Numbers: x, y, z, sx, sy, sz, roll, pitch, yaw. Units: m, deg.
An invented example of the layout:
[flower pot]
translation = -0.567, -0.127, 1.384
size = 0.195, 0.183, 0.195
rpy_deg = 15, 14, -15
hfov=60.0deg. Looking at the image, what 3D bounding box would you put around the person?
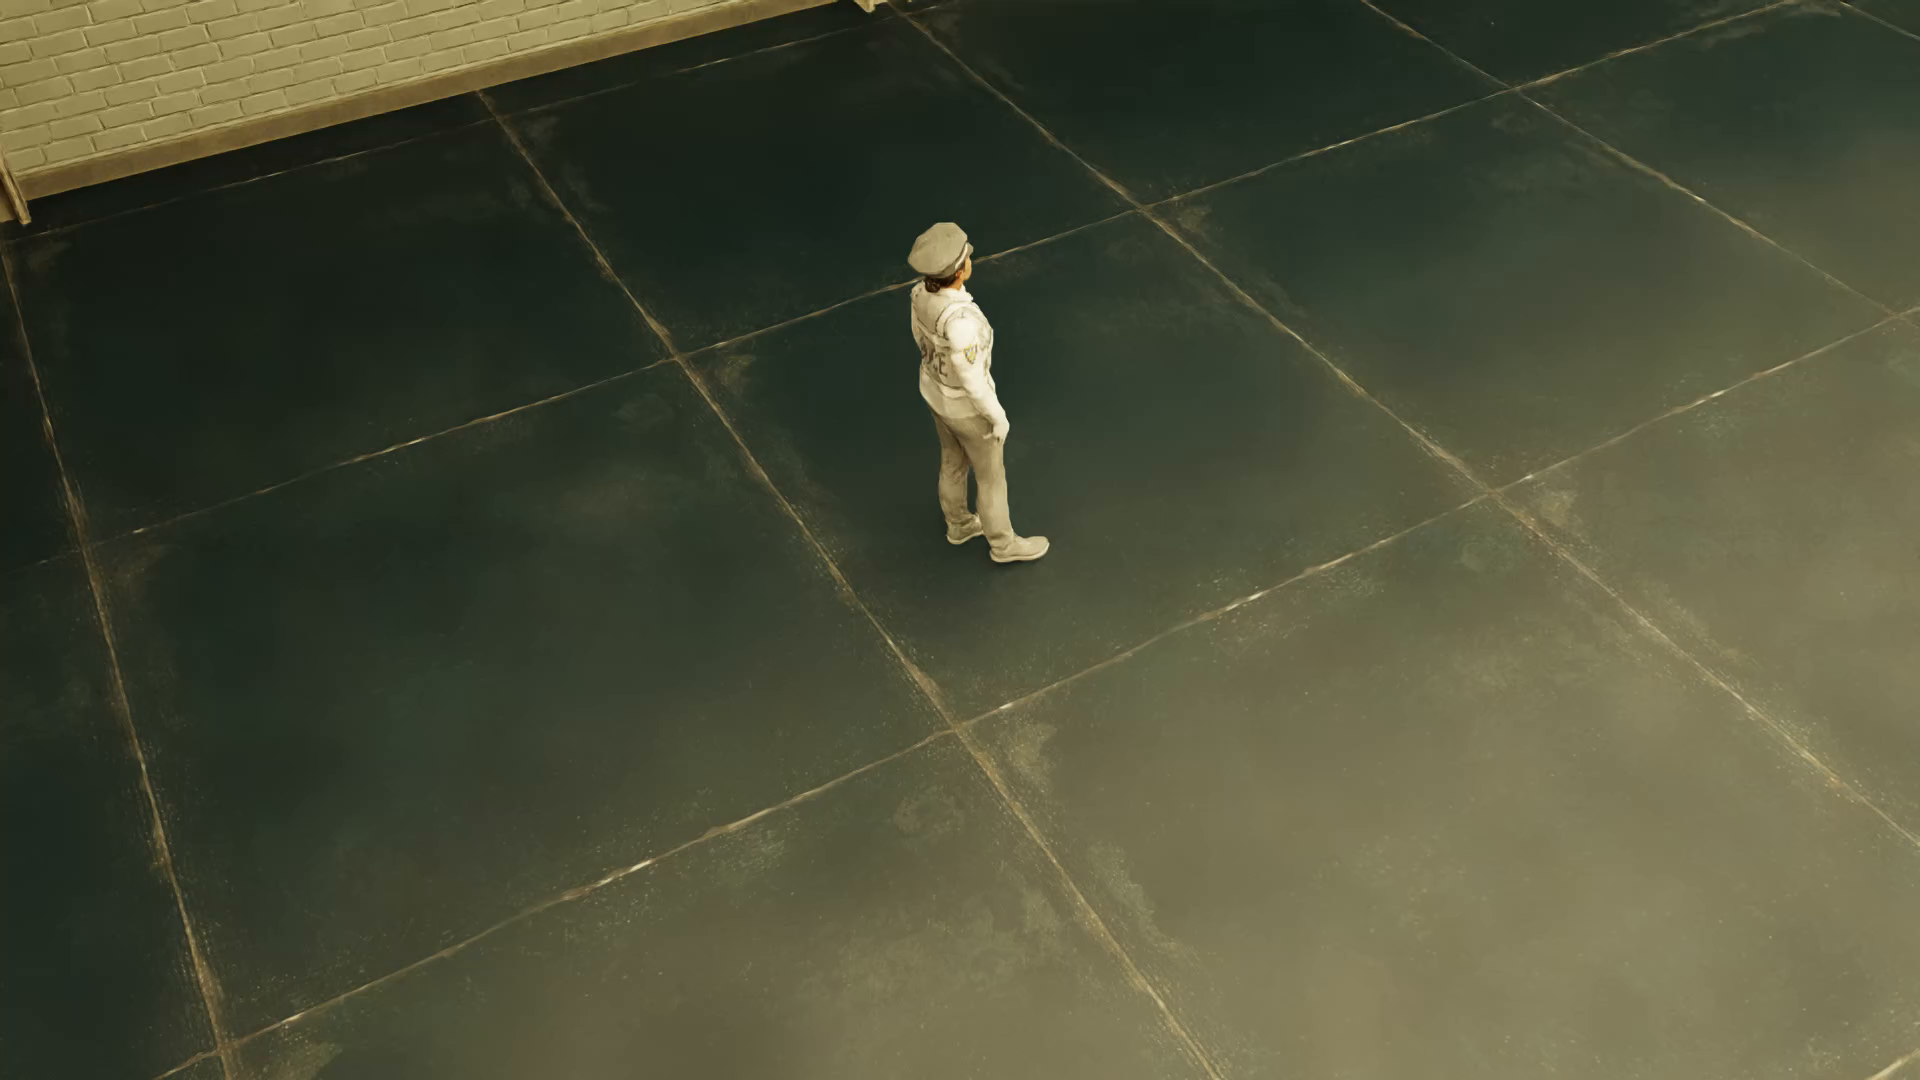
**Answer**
[person]
translation = 0.062, -0.645, 7.292
size = 0.532, 1.695, 0.586
rpy_deg = -21, 47, -21
